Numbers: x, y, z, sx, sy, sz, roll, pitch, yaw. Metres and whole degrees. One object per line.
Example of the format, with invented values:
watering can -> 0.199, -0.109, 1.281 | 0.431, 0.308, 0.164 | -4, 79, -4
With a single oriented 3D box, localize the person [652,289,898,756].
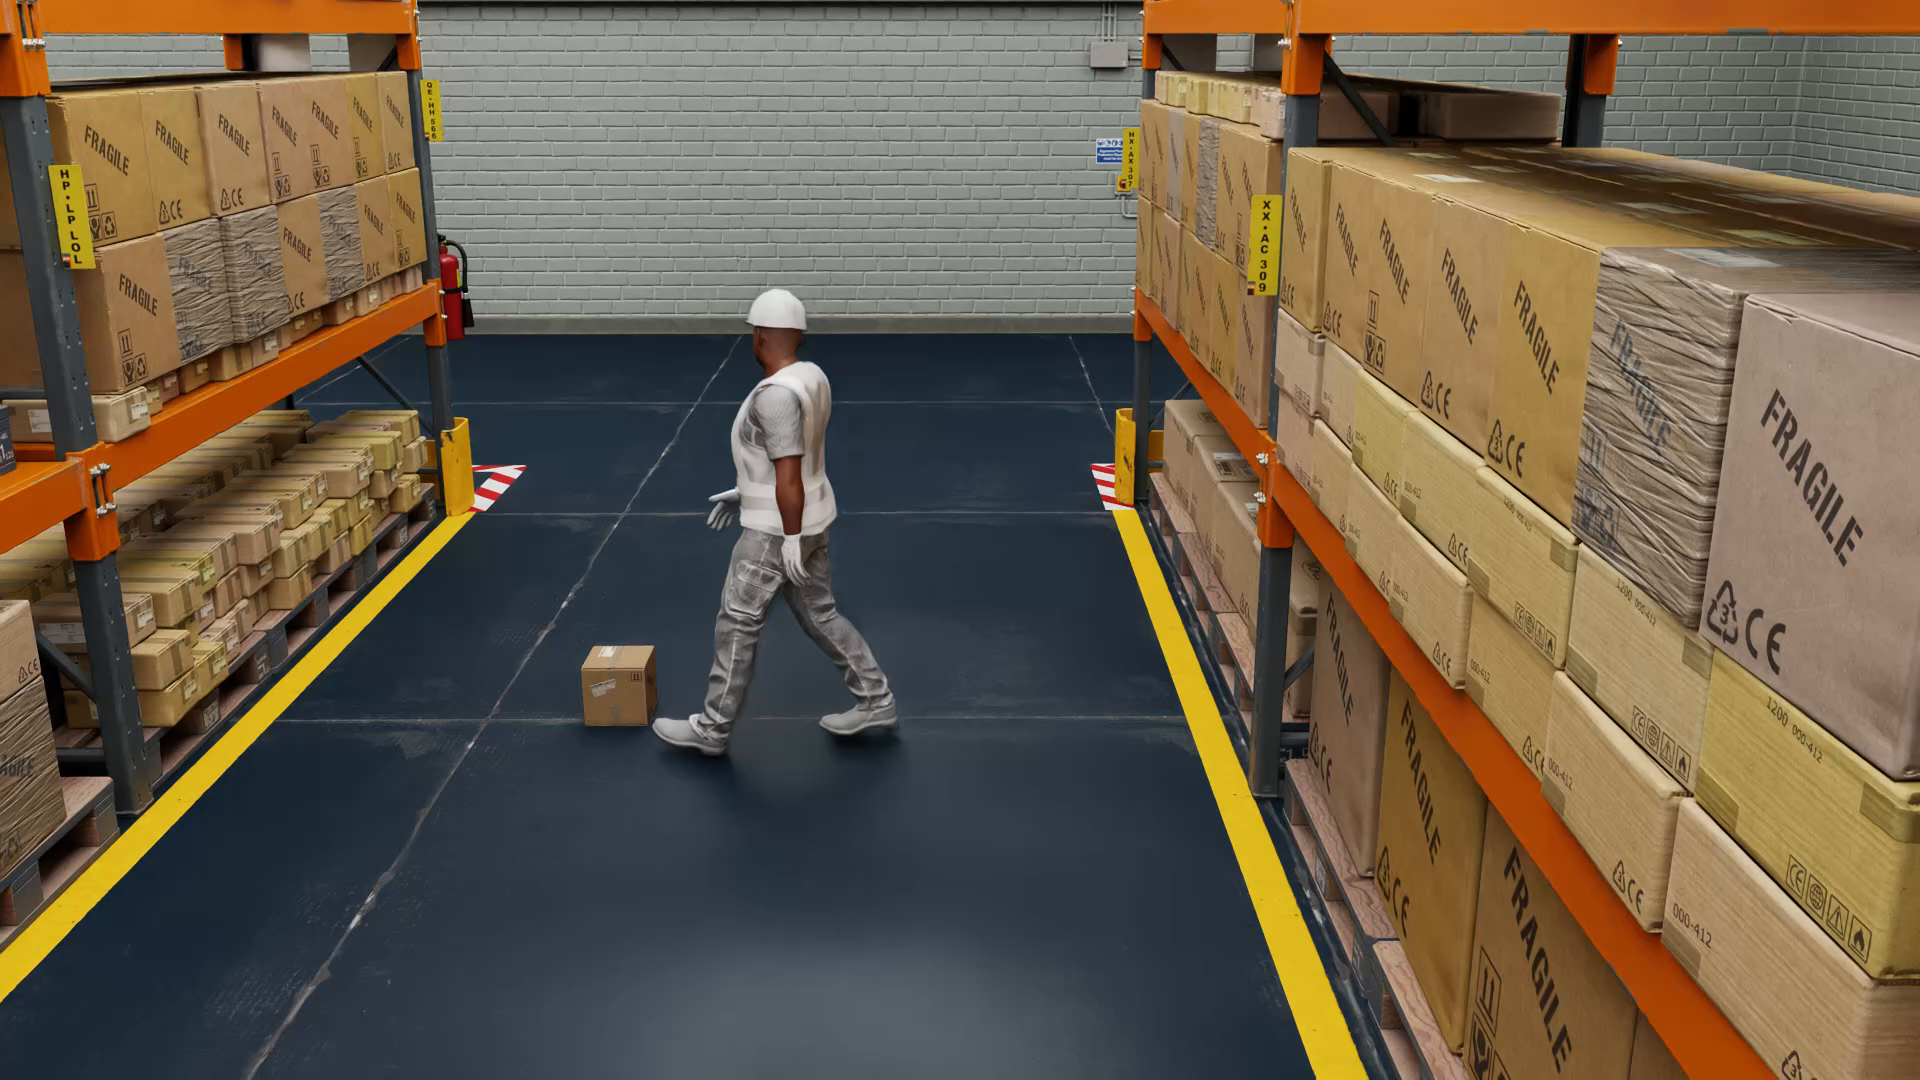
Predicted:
person -> -0.706, -0.067, 6.272 | 0.910, 1.747, 0.564 | 3, 17, 10
